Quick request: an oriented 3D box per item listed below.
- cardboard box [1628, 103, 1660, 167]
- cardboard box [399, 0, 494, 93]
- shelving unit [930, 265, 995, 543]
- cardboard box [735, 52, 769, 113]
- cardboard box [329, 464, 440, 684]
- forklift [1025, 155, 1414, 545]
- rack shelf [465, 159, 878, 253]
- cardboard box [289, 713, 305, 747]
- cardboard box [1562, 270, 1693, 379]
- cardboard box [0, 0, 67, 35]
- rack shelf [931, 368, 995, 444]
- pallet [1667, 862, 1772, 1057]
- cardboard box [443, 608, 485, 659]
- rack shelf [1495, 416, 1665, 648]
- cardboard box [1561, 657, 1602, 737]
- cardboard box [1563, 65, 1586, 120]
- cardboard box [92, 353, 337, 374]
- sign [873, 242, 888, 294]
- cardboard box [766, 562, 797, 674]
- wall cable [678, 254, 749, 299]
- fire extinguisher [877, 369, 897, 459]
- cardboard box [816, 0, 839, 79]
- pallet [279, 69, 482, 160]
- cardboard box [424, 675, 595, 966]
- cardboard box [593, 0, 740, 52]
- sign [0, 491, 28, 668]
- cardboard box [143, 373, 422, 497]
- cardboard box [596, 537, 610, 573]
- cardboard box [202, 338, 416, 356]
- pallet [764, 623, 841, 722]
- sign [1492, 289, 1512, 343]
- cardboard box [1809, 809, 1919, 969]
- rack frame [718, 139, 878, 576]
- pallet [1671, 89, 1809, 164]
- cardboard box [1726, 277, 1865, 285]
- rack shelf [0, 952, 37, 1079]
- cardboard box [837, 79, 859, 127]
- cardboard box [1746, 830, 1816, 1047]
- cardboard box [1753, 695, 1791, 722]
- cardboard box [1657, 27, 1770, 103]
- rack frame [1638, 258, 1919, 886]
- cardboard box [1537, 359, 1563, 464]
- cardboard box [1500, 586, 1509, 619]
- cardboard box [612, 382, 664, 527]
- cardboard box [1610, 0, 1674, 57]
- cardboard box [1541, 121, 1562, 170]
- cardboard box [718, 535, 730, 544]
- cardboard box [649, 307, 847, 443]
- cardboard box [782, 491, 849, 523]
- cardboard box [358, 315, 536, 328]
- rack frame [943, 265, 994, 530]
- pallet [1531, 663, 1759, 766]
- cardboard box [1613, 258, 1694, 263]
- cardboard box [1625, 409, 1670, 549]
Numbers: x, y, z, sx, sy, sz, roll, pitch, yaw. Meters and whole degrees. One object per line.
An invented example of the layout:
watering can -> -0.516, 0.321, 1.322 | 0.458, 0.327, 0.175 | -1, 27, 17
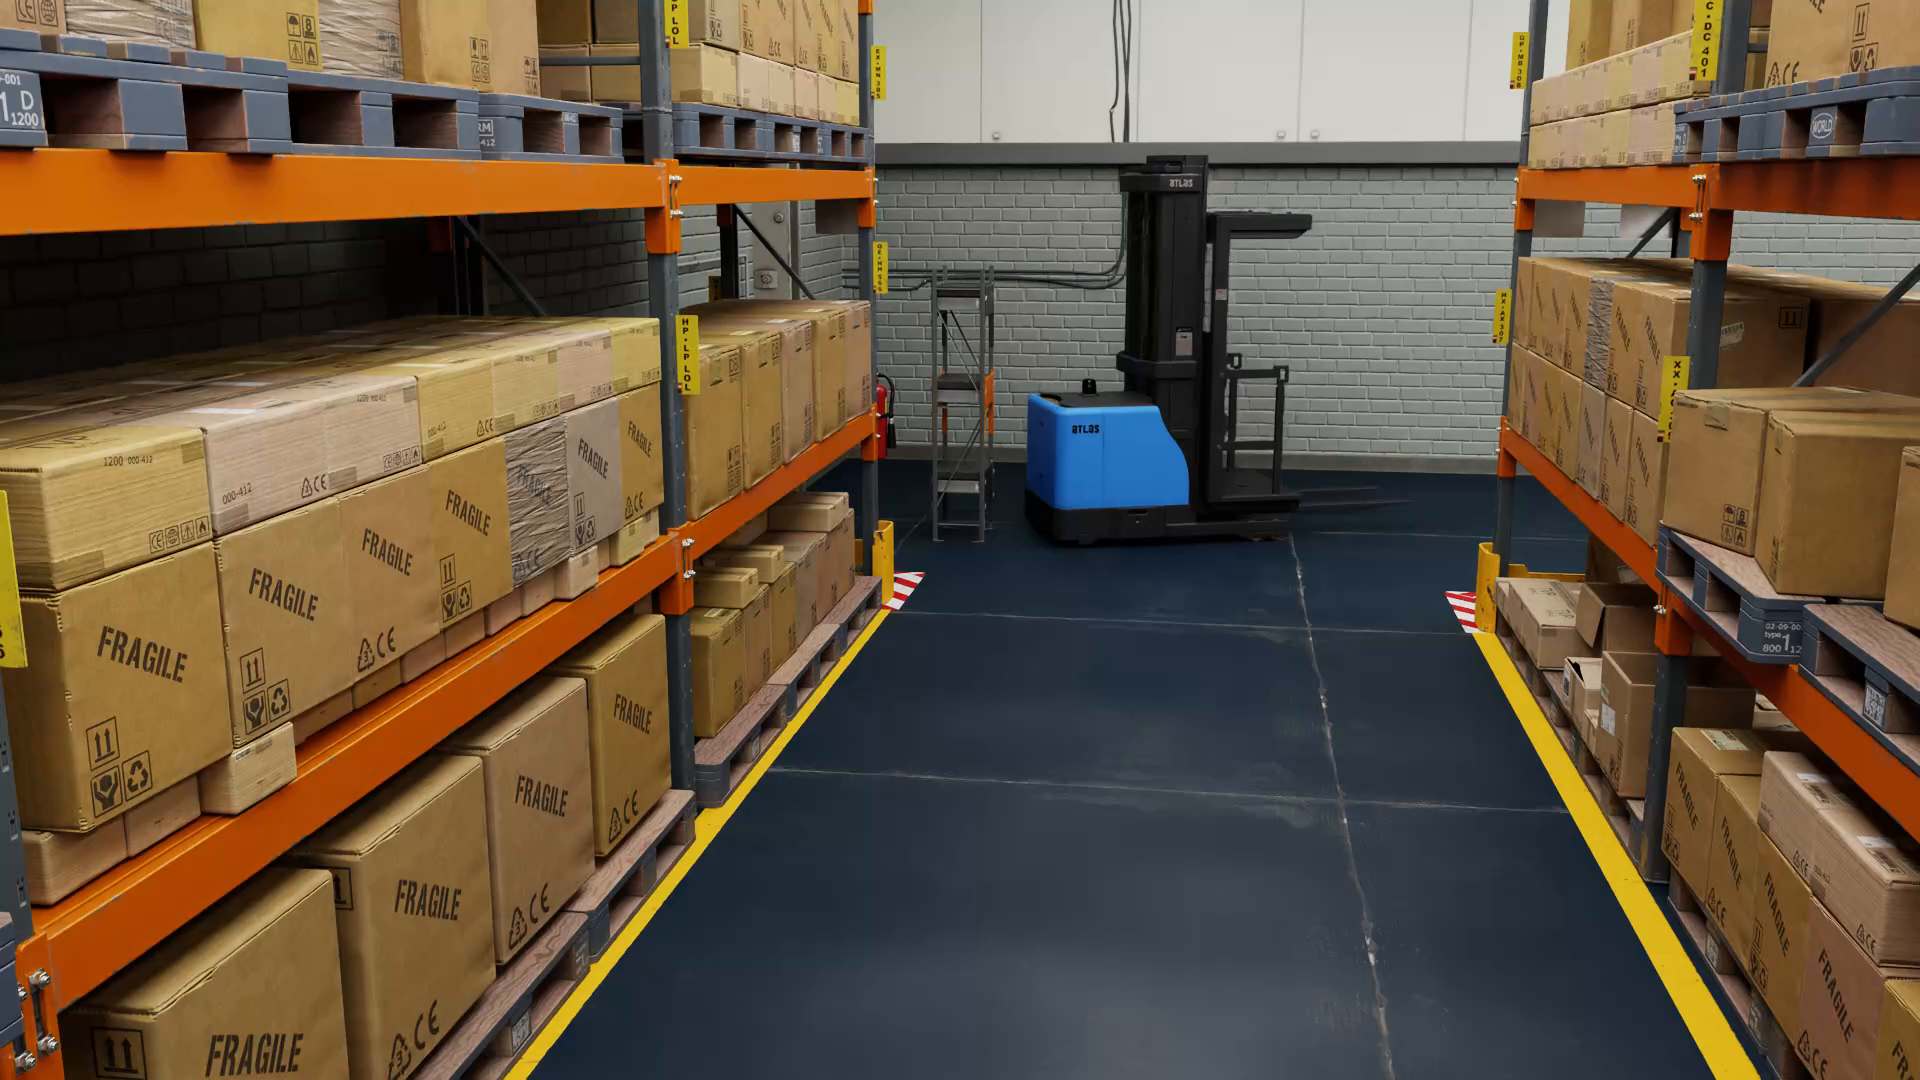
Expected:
cardboard box -> 3.133, -1.697, 6.985 | 0.500, 0.250, 0.500 | 2, 12, 9
cardboard box -> -1.928, -1.683, 5.281 | 0.700, 0.500, 0.500 | 2, 12, 8
shelving unit -> 0.025, -1.061, 12.932 | 0.431, 2.100, 0.503 | 2, 12, 9
cardboard box -> -1.203, -2.138, 7.798 | 0.500, 0.250, 0.500 | 2, 12, 7
cardboard box -> -1.782, 0.073, 4.542 | 0.500, 0.500, 0.500 | 2, 12, 8
forklift -> 2.099, -1.528, 13.125 | 3.031, 2.935, 1.130 | -3, 12, -11
rack shelf -> -1.354, -1.781, 8.727 | 1.077, 0.370, 4.000 | 2, 12, 9
cardboard box -> -1.909, 0.473, 4.226 | 0.380, 0.149, 0.250 | 2, 12, 8
cardboard box -> 3.288, -1.058, 8.173 | 0.500, 0.500, 0.500 | 2, 12, 8
cardboard box -> -2.261, -1.249, 3.267 | 0.700, 0.500, 0.500 | 1, 12, 4
rack shelf -> 0.025, -1.048, 12.935 | 0.431, 0.518, 0.480 | 2, 12, 9
pallet -> 3.146, 1.443, 5.796 | 1.003, 0.211, 1.213 | 2, 12, 9
cardboard box -> -1.725, 0.260, 5.215 | 0.380, 0.149, 0.250 | 2, 12, 10
rack shelf -> 3.541, -0.155, 8.301 | 1.077, 0.370, 4.000 | 2, 12, 9
cardboard box -> 3.156, 0.725, 7.848 | 0.500, 0.311, 0.500 | 2, 12, 9
cardboard box -> 3.358, -2.254, 8.382 | 0.500, 0.250, 0.500 | 2, 12, 9
cardboard box -> -2.221, -0.412, 5.012 | 0.500, 0.250, 0.500 | 2, 12, 7
sign -> -0.513, -1.744, 10.657 | 0.100, 0.325, 0.005 | 2, 12, 9
cardboard box -> -1.284, 0.403, 8.941 | 0.700, 0.500, 0.500 | 2, 12, 10
wall cable -> -1.785, -1.877, 12.171 | 0.084, 1.984, 1.851 | 2, 12, 9
fire extinguisher -> -0.568, -0.879, 11.022 | 0.296, 0.674, 0.183 | 2, 12, 9
cardboard box -> -0.978, -2.832, 9.235 | 0.500, 0.500, 0.500 | 2, 12, 10
pallet -> -2.062, -1.160, 4.586 | 1.003, 0.211, 1.213 | 2, 12, 11
cardboard box -> -1.767, 0.920, 5.711 | 0.750, 0.750, 0.750 | 2, 12, 10
cardboard box -> -1.275, -2.403, 7.247 | 0.500, 0.500, 0.500 | 2, 12, 8
sign -> -1.740, 0.071, 2.985 | 0.100, 0.325, 0.005 | 2, 12, 9
cardboard box -> -1.798, -0.291, 4.451 | 0.500, 0.250, 0.500 | 2, 12, 9
cardboard box -> -1.534, 0.048, 6.200 | 0.380, 0.149, 0.250 | 2, 12, 10
cardboard box -> -2.136, -0.520, 5.515 | 0.500, 0.250, 0.500 | 1, 12, 7
pallet -> -1.282, 0.702, 9.233 | 1.003, 0.211, 1.213 | 2, 12, 9
sign -> 3.312, -1.364, 10.148 | 0.100, 0.325, 0.005 | 2, 12, 9
cardboard box -> 2.688, 0.955, 4.551 | 0.500, 0.250, 0.500 | 2, 12, 8
rack frame -> -1.047, -1.083, 10.899 | 1.000, 3.000, 0.127 | 2, 12, 9
pallet -> 3.064, -1.332, 5.378 | 1.213, 0.211, 1.003 | 2, 12, 9
cardboard box -> 3.742, -0.932, 7.586 | 0.500, 0.500, 0.500 | 2, 12, 7
rack shelf -> -2.585, 1.350, 1.315 | 1.077, 0.370, 4.000 | 2, 12, 9
cardboard box -> -0.897, -2.569, 9.796 | 0.500, 0.250, 0.500 | 2, 12, 10
cardboard box -> 2.763, 1.224, 5.082 | 0.500, 0.500, 0.500 | 2, 12, 9
cardboard box -> 3.635, 0.819, 7.756 | 0.380, 0.166, 0.250 | 2, 12, 9
cardboard box -> 3.040, -1.838, 6.451 | 0.500, 0.250, 0.500 | 2, 12, 9
rack frame -> 3.233, -0.091, 6.294 | 1.000, 3.000, 0.127 | 2, 12, 9
cardboard box -> 3.366, -0.676, 8.774 | 0.500, 0.500, 0.500 | 2, 12, 8
cardboard box -> 3.406, 0.375, 9.815 | 0.380, 0.166, 0.250 | 2, 12, 9
cardboard box -> -1.484, -0.350, 6.507 | 0.500, 0.500, 0.500 | 2, 12, 8
cardboard box -> 3.485, -2.510, 7.789 | 0.700, 0.500, 0.500 | 2, 12, 9
cardboard box -> 3.429, -2.114, 8.918 | 0.500, 0.250, 0.500 | 2, 12, 9
cardboard box -> -1.467, 0.050, 9.040 | 0.380, 0.149, 0.250 | 2, 12, 8
cardboard box -> -1.216, -0.971, 9.668 | 0.980, 0.700, 0.700 | 2, 12, 8
cardboard box -> -0.895, -0.202, 10.207 | 0.380, 0.149, 0.250 | 2, 12, 8
cardboard box -> -1.990, -0.734, 6.507 | 0.500, 0.250, 0.500 | 2, 12, 10
rack frame -> 0.063, -1.112, 13.168 | 0.400, 2.100, 0.015 | 2, 12, 9
pallet -> 3.525, 0.875, 8.433 | 1.003, 0.211, 1.213 | 2, 12, 9
cardboard box -> 4.052, -1.359, 9.570 | 0.500, 0.500, 0.500 | 2, 12, 8
cardboard box -> 3.057, -0.252, 6.805 | 0.500, 0.500, 0.500 | 2, 12, 10
